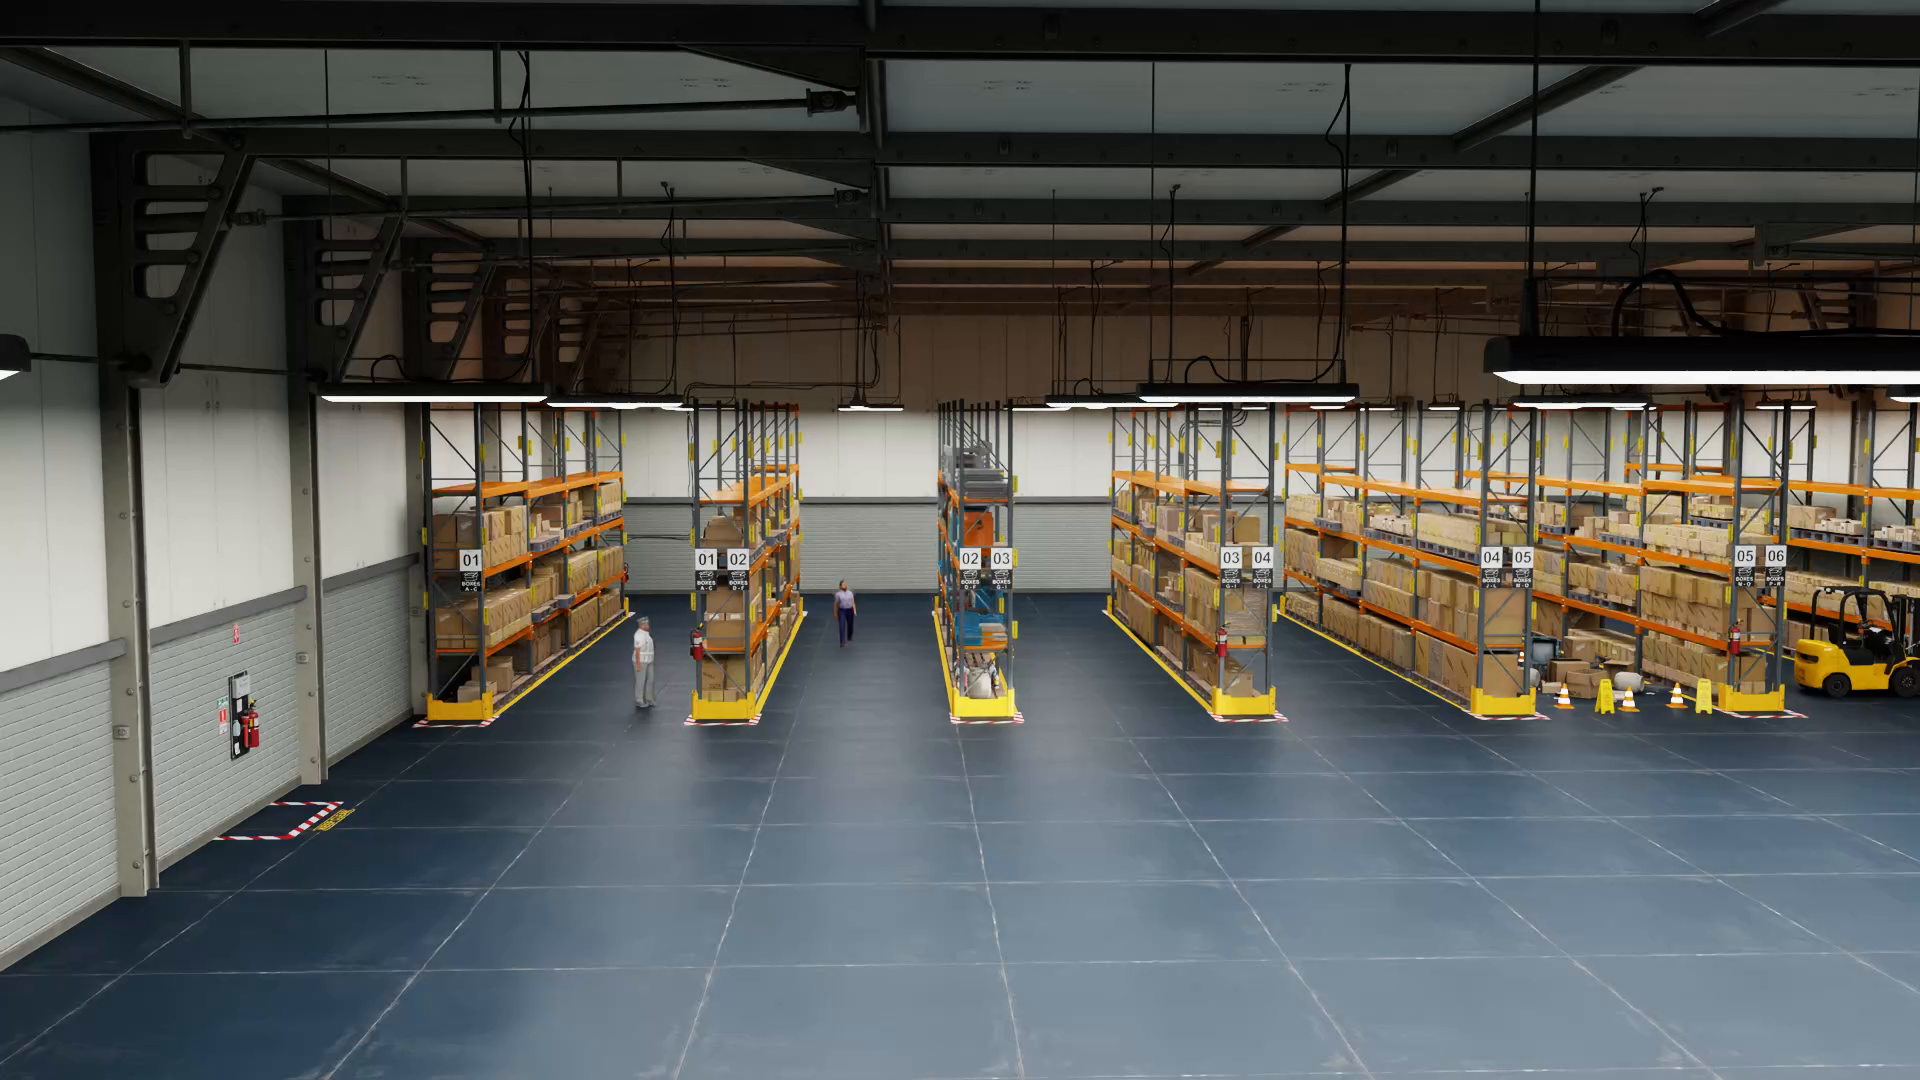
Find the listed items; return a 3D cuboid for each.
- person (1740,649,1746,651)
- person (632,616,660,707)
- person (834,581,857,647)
[{"bbox_3d":[17.243,2.140,36.595,0.478,1.635,0.610,-3,6,-38],"label":"person"},{"bbox_3d":[-6.178,2.399,32.547,0.448,1.817,0.631,1,4,12],"label":"person"},{"bbox_3d":[-2.808,1.791,40.692,0.548,1.586,0.917,-1,4,-8],"label":"person"}]
